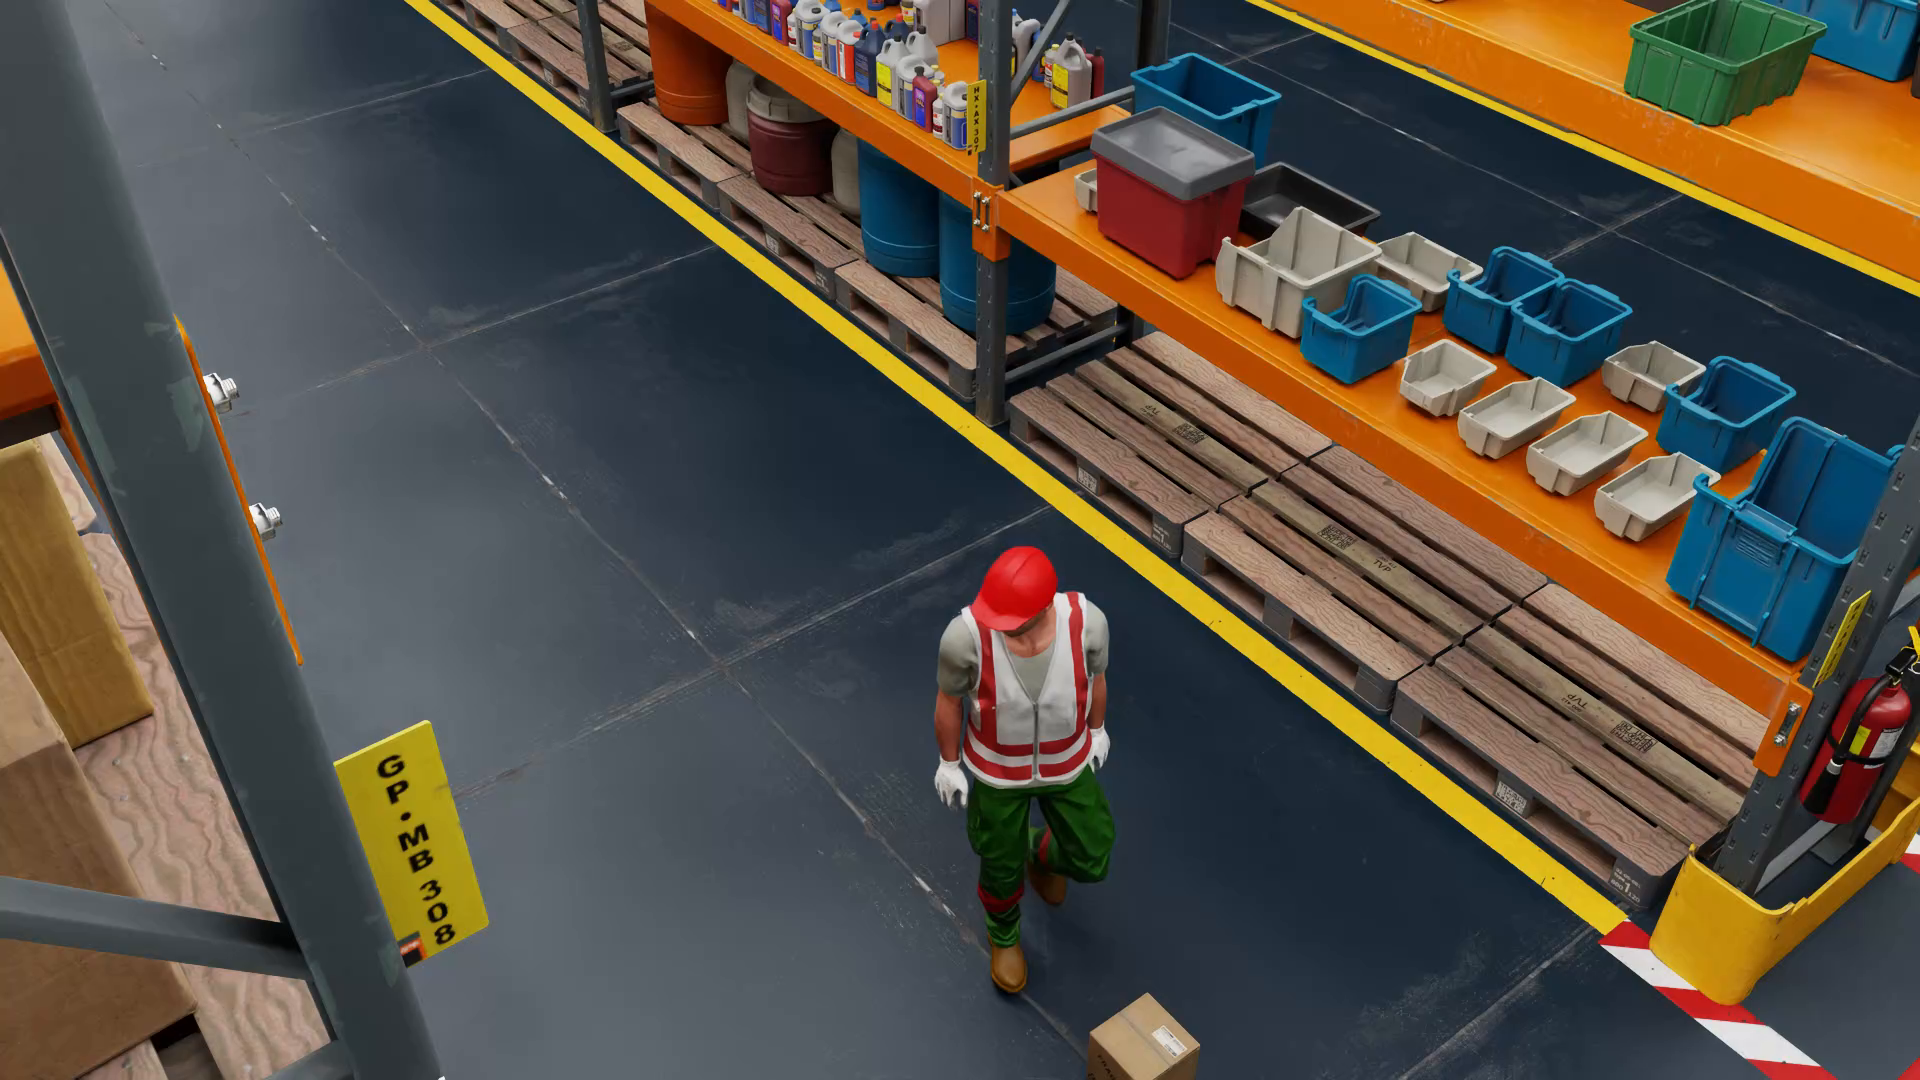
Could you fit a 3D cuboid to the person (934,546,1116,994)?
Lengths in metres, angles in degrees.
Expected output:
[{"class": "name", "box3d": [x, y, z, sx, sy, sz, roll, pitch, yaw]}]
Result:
[{"class": "person", "box3d": [0.210, 0.702, 5.264, 0.586, 1.775, 0.513, -6, 40, -7]}]
